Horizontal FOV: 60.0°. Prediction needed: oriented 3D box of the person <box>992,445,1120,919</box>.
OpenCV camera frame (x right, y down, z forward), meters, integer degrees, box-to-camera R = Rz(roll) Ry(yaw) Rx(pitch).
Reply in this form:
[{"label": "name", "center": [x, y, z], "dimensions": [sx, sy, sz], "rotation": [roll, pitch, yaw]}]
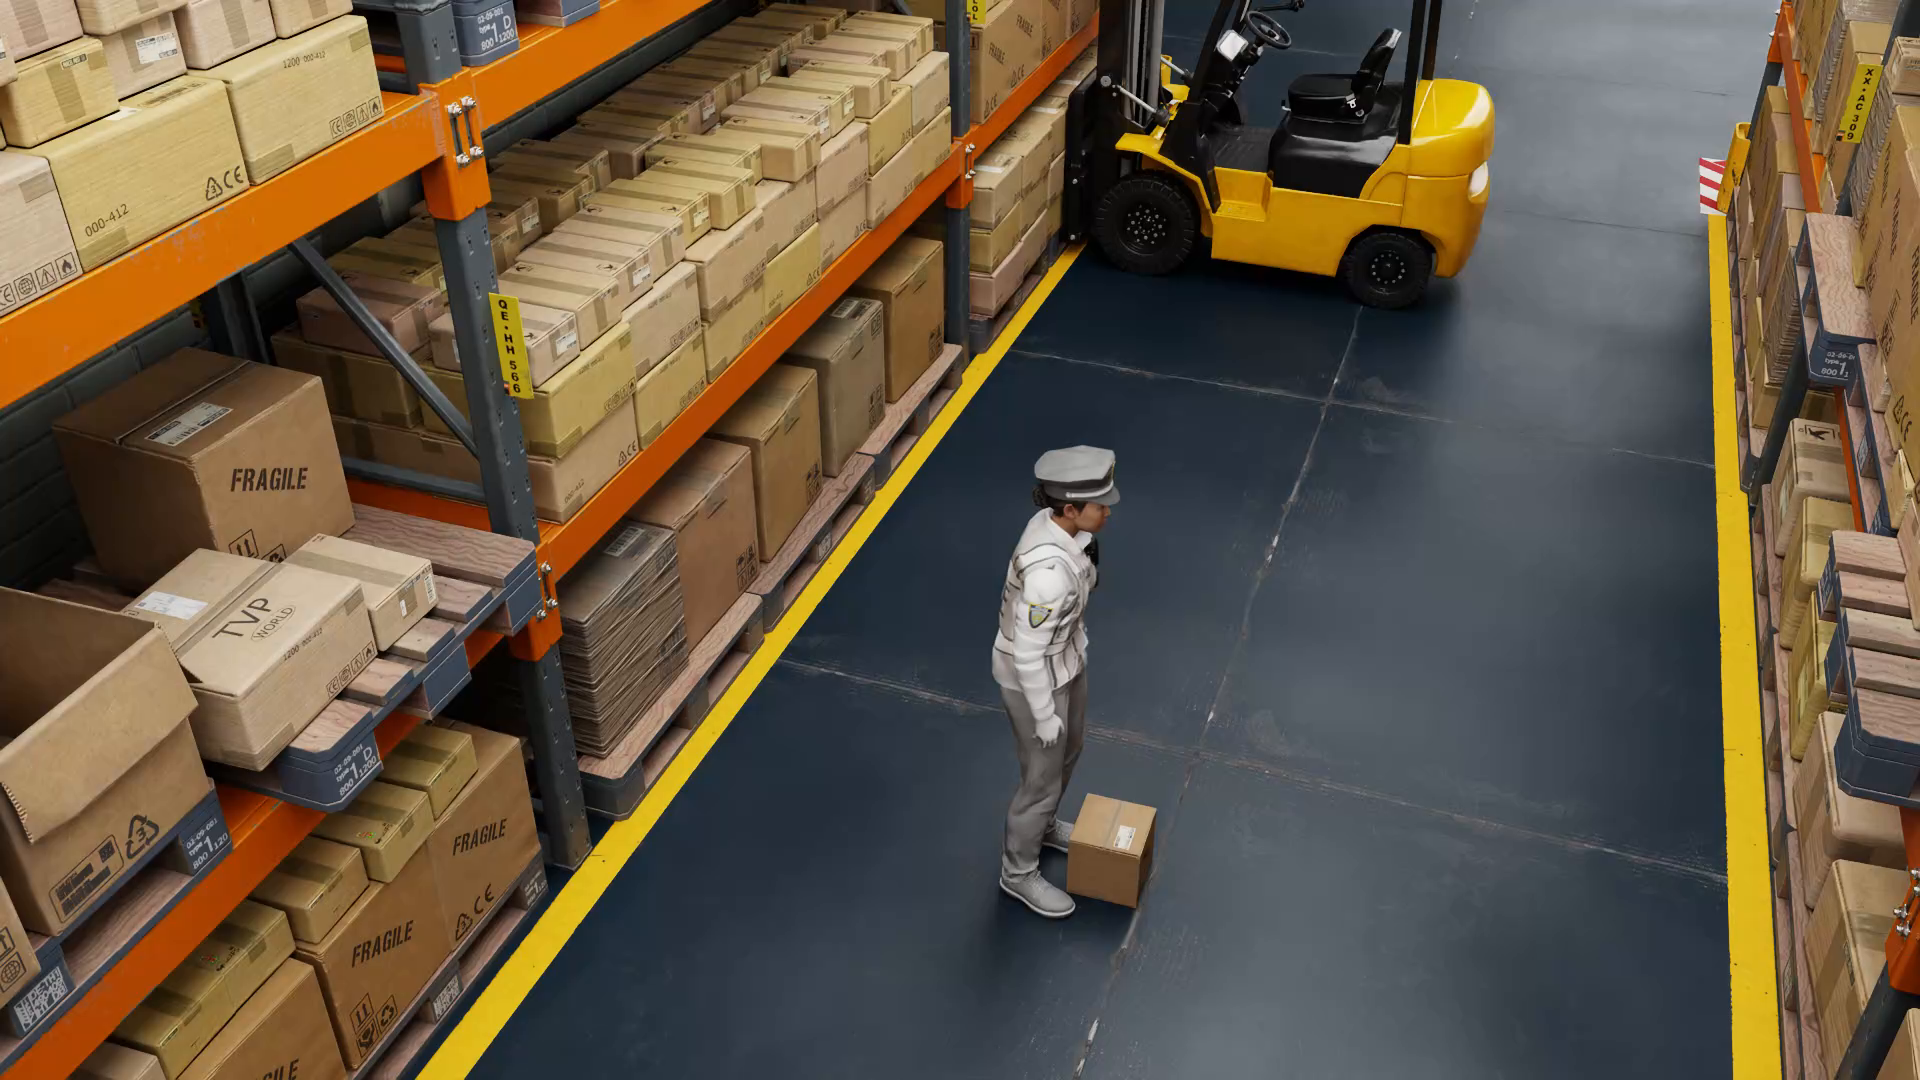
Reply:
[{"label": "person", "center": [0.301, 0.443, 5.463], "dimensions": [0.370, 1.667, 0.547], "rotation": [9, 35, 14]}]
